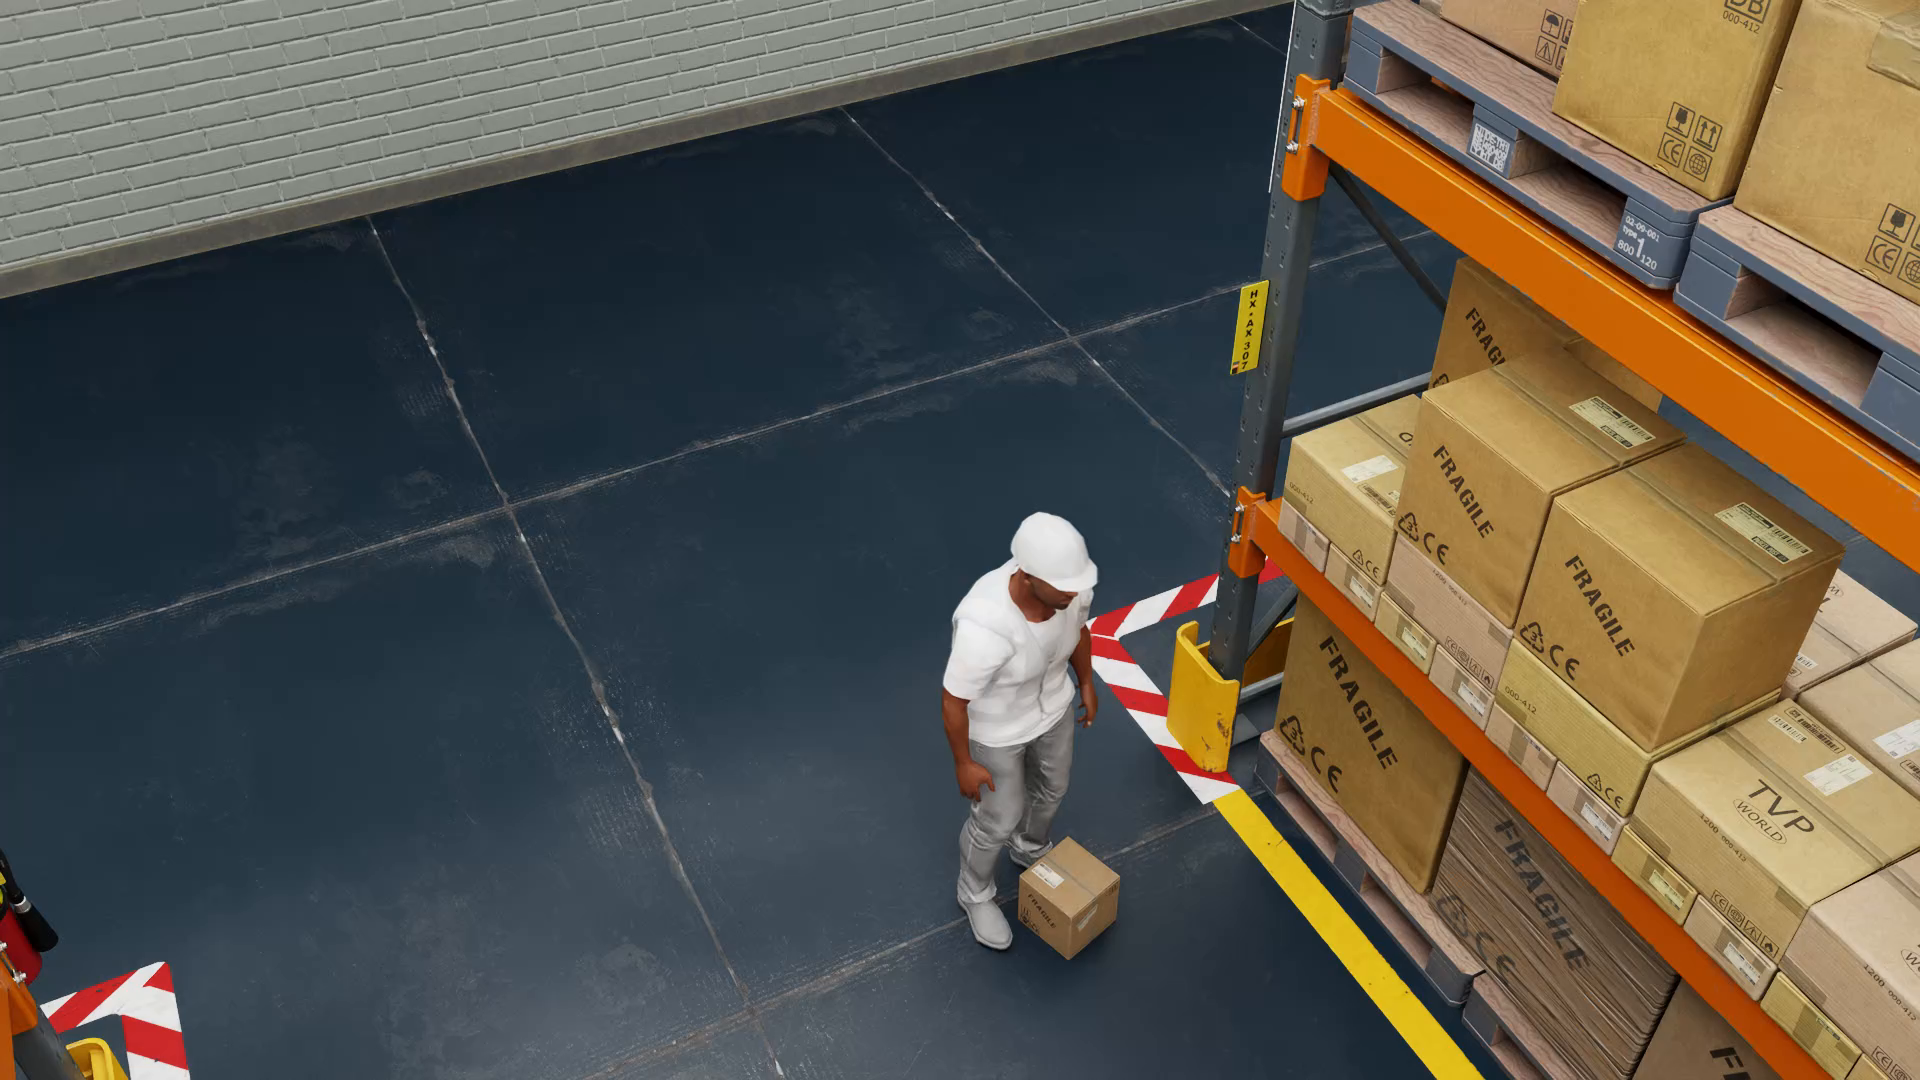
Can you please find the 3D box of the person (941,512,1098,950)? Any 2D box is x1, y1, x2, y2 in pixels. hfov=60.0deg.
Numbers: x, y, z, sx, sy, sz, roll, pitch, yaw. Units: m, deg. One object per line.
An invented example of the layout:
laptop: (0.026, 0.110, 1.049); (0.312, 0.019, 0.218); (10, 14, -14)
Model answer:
person: (0.212, 0.591, 5.464); (0.626, 1.761, 0.457); (-31, 50, -31)
